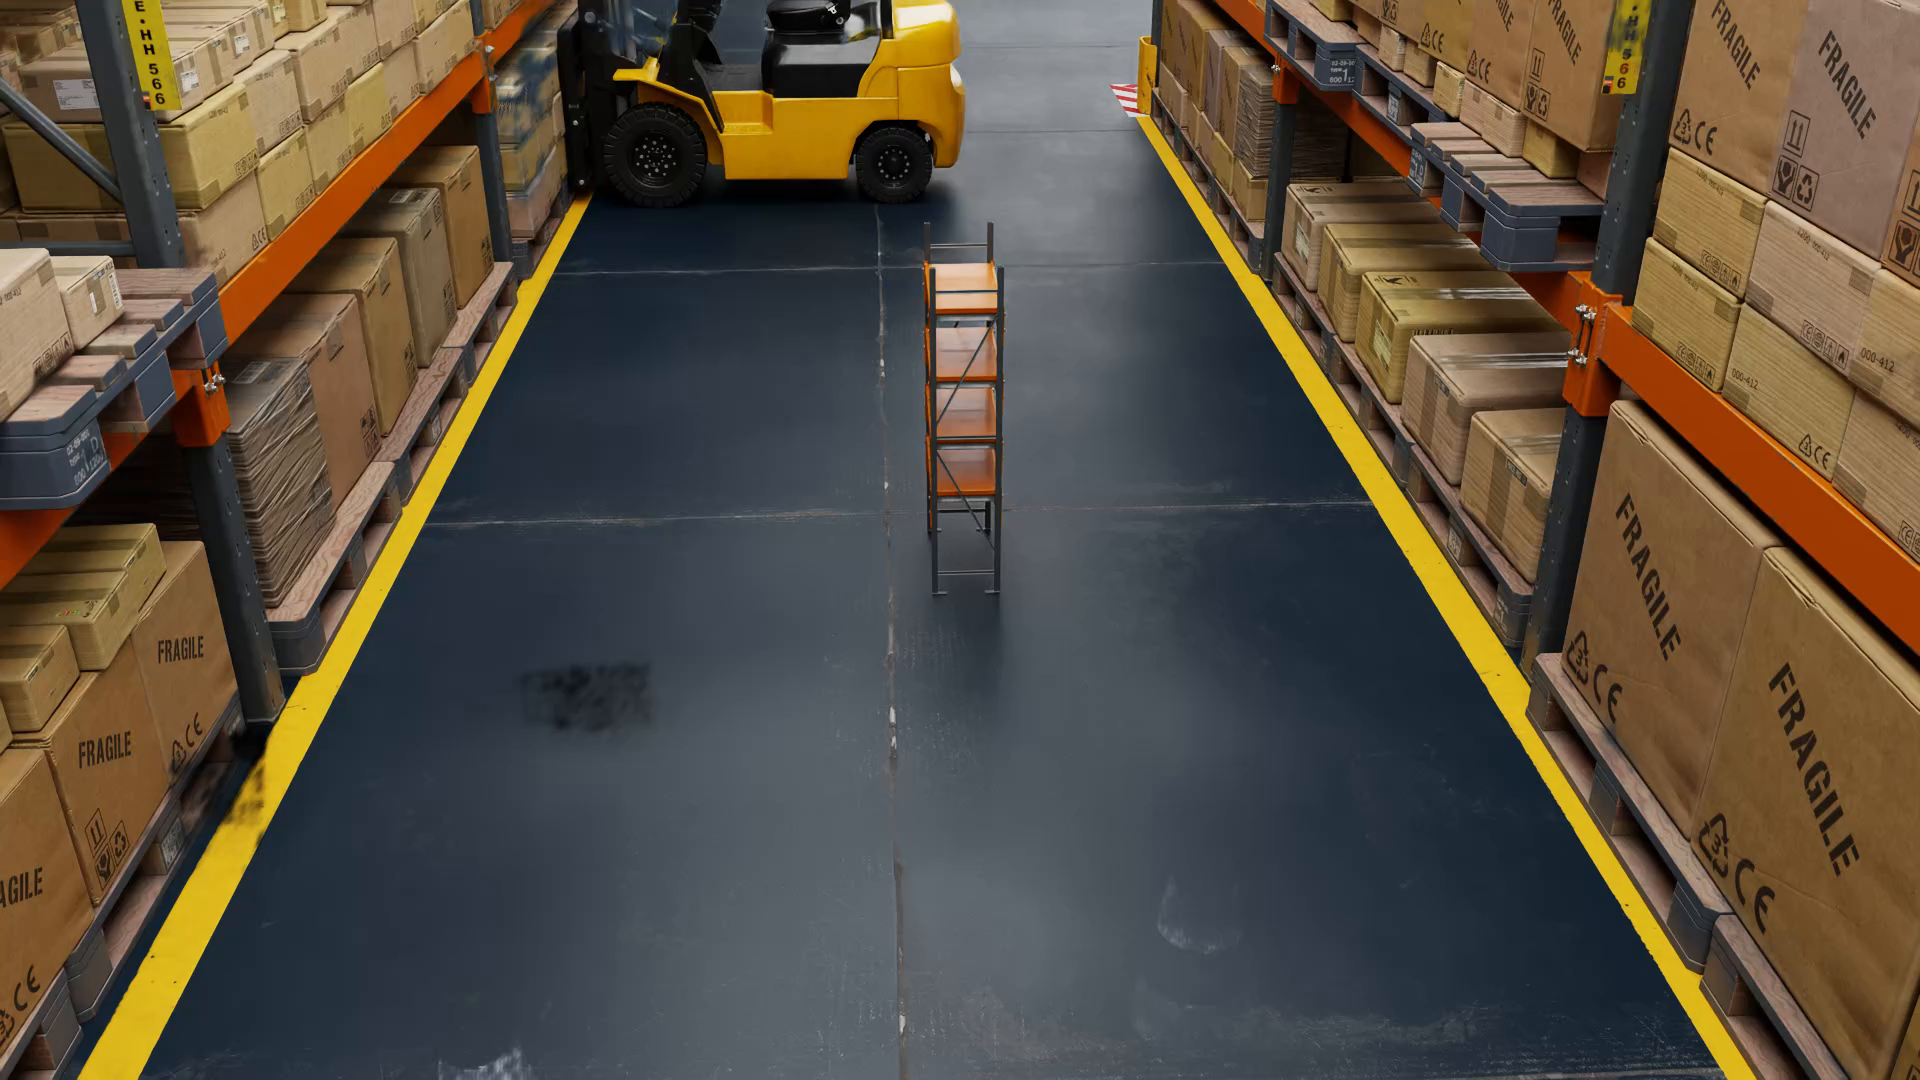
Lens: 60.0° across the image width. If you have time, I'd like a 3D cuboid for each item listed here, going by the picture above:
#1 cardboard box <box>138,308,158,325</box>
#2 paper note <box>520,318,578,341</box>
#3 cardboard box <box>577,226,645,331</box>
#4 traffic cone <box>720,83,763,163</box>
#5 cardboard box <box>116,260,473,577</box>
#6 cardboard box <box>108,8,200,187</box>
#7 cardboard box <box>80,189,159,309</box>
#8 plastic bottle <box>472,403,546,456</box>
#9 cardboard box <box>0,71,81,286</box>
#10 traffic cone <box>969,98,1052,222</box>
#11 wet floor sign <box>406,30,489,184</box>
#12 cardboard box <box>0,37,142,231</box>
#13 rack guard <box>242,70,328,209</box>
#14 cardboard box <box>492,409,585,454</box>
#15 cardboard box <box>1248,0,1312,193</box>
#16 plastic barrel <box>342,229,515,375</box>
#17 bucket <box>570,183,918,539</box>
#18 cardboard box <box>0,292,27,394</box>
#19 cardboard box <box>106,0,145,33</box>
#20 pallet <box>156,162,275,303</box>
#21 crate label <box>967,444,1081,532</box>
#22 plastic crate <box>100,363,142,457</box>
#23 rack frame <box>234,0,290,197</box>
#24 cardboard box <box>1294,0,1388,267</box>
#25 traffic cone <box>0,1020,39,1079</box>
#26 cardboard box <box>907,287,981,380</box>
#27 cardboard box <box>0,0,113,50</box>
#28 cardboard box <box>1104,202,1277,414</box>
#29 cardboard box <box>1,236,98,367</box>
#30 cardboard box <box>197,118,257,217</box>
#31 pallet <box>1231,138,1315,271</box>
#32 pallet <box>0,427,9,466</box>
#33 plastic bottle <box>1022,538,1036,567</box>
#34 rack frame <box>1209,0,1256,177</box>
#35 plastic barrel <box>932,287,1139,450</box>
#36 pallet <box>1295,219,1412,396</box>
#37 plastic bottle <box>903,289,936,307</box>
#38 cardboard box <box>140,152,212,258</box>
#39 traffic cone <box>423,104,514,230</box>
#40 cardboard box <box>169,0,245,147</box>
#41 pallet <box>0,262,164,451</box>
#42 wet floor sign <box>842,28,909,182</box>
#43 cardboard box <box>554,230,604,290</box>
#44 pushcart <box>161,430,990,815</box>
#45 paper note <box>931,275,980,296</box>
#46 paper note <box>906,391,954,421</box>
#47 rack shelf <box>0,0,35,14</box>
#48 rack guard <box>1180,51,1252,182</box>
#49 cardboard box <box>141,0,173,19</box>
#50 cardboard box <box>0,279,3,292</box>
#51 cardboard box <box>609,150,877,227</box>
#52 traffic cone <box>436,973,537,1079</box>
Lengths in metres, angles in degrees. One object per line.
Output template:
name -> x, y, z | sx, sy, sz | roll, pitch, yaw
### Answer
cardboard box -> 3.426, -2.162, 9.853 | 0.500, 0.500, 0.500 | 19, 33, 32
paper note -> 3.846, -2.483, 10.990 | 0.148, 0.019, 0.142 | 8, 29, 15
cardboard box -> 4.591, -2.361, 10.085 | 0.797, 0.637, 0.503 | -1, 28, -3
traffic cone -> 4.315, -3.481, 12.423 | 0.336, 0.463, 0.334 | -1, 28, -3
cardboard box -> 3.899, -2.026, 8.775 | 0.500, 0.500, 0.500 | -1, 28, -3
cardboard box -> 2.247, -3.284, 11.011 | 0.500, 0.500, 0.500 | 0, 28, -1
cardboard box -> 2.277, -2.708, 10.718 | 0.500, 0.250, 0.500 | -2, 28, -4
plastic bottle -> 3.928, -2.080, 10.172 | 0.133, 0.061, 0.283 | 3, 28, 6
cardboard box -> 2.297, -2.807, 10.096 | 0.500, 0.500, 0.500 | 0, 28, 0
traffic cone -> 5.462, -3.351, 12.174 | 0.336, 0.463, 0.334 | -1, 28, -3
wet floor sign -> 2.973, -3.659, 12.567 | 0.267, 0.644, 0.232 | 8, 29, 15
cardboard box -> 2.266, -3.051, 10.564 | 0.500, 0.500, 0.500 | -2, 28, -4
rack guard -> 1.918, -3.446, 12.316 | 1.175, 0.500, 0.348 | -1, 28, -3
cardboard box -> 4.224, -1.958, 9.716 | 0.258, 0.266, 0.396 | -23, 35, -37
cardboard box -> 6.953, -3.688, 11.921 | 0.875, 0.875, 0.875 | -1, 28, -2
plastic barrel -> 3.534, -2.529, 10.642 | 0.512, 0.421, 0.421 | 19, 33, 32
bucket -> 4.751, -2.138, 9.001 | 0.726, 0.611, 0.620 | 8, 39, 15
cardboard box -> 2.322, -2.234, 9.809 | 0.500, 0.250, 0.500 | 0, 28, 0
cardboard box -> 2.312, -3.528, 10.778 | 0.380, 0.149, 0.250 | -1, 28, -2
pallet -> 1.925, -2.942, 11.662 | 1.003, 0.211, 1.213 | -1, 28, -3
crate label -> 5.426, -1.909, 9.762 | 0.298, 0.136, 0.250 | -23, 35, -37
plastic crate -> 2.860, -2.192, 10.367 | 0.402, 0.080, 0.583 | -11, 30, -20
rack frame -> 1.914, -4.589, 11.805 | 1.000, 3.000, 0.127 | -1, 28, -3
cardboard box -> 7.001, -3.282, 11.142 | 0.875, 0.875, 0.875 | -2, 28, -3
traffic cone -> 3.586, -1.078, 7.817 | 0.336, 0.463, 0.334 | -1, 28, -3
cardboard box -> 5.132, -2.445, 10.651 | 0.396, 0.266, 0.258 | 3, 28, 6
cardboard box -> 2.324, -3.407, 10.545 | 0.380, 0.149, 0.250 | 0, 28, 0
cardboard box -> 5.955, -2.493, 10.486 | 0.500, 0.500, 0.500 | 3, 28, 6
cardboard box -> 2.292, -2.479, 10.279 | 0.500, 0.250, 0.500 | -2, 28, -3
cardboard box -> 2.226, -3.178, 11.619 | 0.500, 0.250, 0.500 | -2, 28, -3
pallet -> 6.972, -3.151, 12.064 | 1.003, 0.211, 1.213 | -1, 28, -3
pallet -> 2.052, -1.815, 9.501 | 1.003, 0.211, 1.213 | -1, 28, -3
plastic bottle -> 5.539, -1.696, 9.436 | 0.133, 0.061, 0.283 | -17, 32, -29
rack frame -> 6.852, -4.755, 12.124 | 1.000, 3.000, 0.127 | -1, 28, -3
plastic barrel -> 5.470, -2.253, 10.111 | 0.512, 0.421, 0.421 | 19, 33, 32
pallet -> 7.032, -2.589, 10.987 | 1.003, 0.211, 1.213 | -1, 28, -3
plastic bottle -> 5.089, -2.560, 11.093 | 0.133, 0.061, 0.283 | -11, 30, -20
cardboard box -> 2.244, -2.950, 11.182 | 0.500, 0.250, 0.500 | -1, 28, -2
traffic cone -> 3.225, -3.297, 12.071 | 0.336, 0.463, 0.334 | -1, 28, -3
cardboard box -> 2.216, -3.525, 11.473 | 0.500, 0.500, 0.500 | -1, 28, -2
pallet -> 1.986, -2.380, 10.584 | 1.003, 0.211, 1.213 | -1, 28, -3
wet floor sign -> 4.873, -3.677, 12.602 | 0.267, 0.644, 0.232 | -6, 28, -11
cardboard box -> 4.000, -2.769, 11.398 | 0.380, 0.149, 0.250 | 13, 30, 24
pushcart -> 4.397, -1.657, 9.020 | 1.648, 0.377, 0.936 | -11, 30, -20
paper note -> 5.236, -2.692, 11.381 | 0.144, 0.017, 0.142 | 8, 29, 15
paper note -> 5.162, -2.171, 10.388 | 0.172, 0.023, 0.155 | 8, 29, 15
rack shelf -> 2.018, -3.346, 10.201 | 1.077, 0.370, 4.000 | -1, 28, -3
rack guard -> 6.851, -3.658, 12.723 | 1.175, 0.500, 0.348 | -1, 28, -3
cardboard box -> 2.302, -3.645, 11.001 | 0.380, 0.149, 0.250 | -1, 28, -1
cardboard box -> 2.322, -2.567, 9.637 | 0.500, 0.500, 0.500 | 0, 28, -1
cardboard box -> 4.534, -2.732, 10.944 | 0.797, 0.503, 0.637 | -23, 35, -37
traffic cone -> 4.599, -0.968, 7.606 | 0.336, 0.463, 0.334 | -1, 28, -3
